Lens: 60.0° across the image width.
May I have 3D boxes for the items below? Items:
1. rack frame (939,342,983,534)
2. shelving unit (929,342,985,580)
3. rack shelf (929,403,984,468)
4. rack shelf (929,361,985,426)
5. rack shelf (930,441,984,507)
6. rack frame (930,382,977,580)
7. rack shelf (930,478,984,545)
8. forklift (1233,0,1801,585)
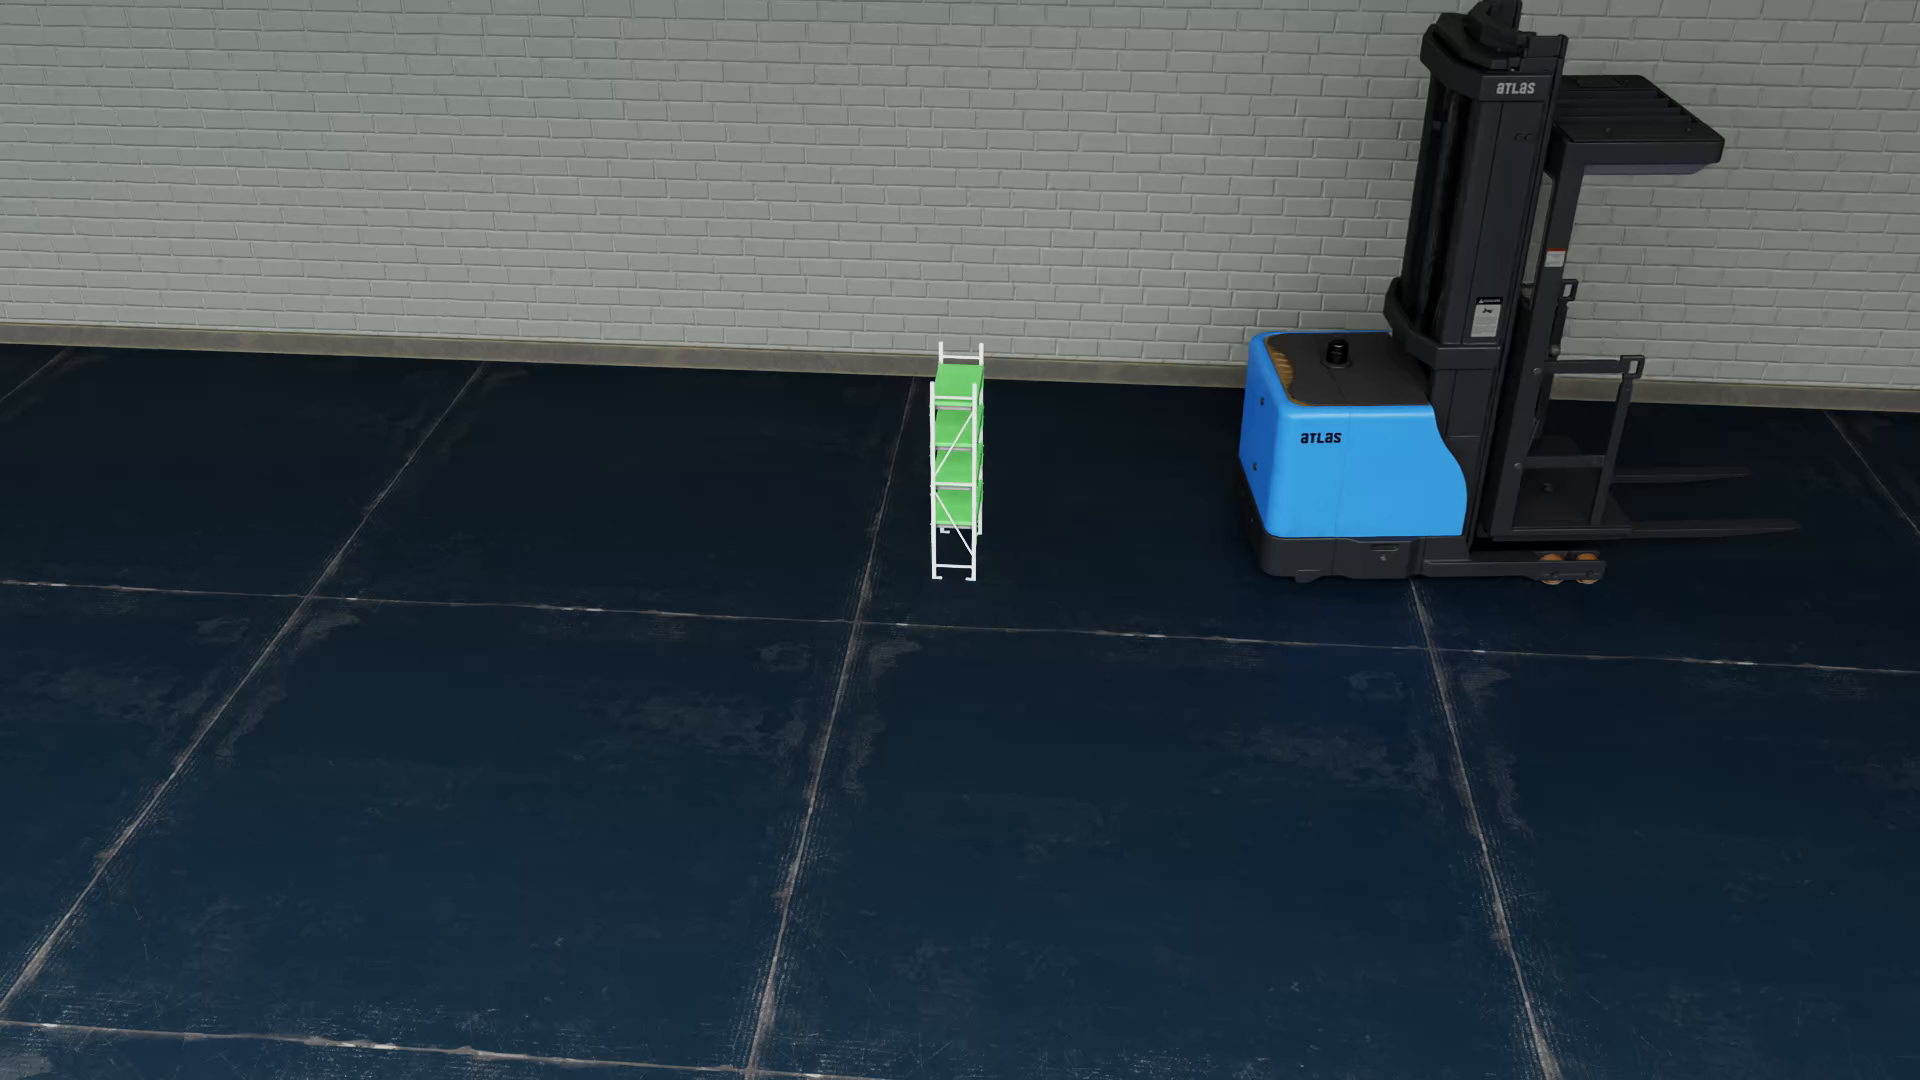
[{"bbox_3d":[0.006,-0.552,9.282,0.240,1.200,0.015,2,32,4],"label":"rack frame"},{"bbox_3d":[-0.013,-0.424,9.075,0.258,1.200,0.503,2,32,4],"label":"shelving unit"},{"bbox_3d":[-0.013,-0.574,8.983,0.258,0.148,0.480,2,32,4],"label":"rack shelf"},{"bbox_3d":[-0.013,-0.778,8.857,0.258,0.148,0.480,2,32,4],"label":"rack shelf"},{"bbox_3d":[-0.013,-0.370,9.109,0.258,0.148,0.480,2,32,4],"label":"rack shelf"},{"bbox_3d":[-0.033,-0.297,8.868,0.240,1.200,0.015,2,32,4],"label":"rack frame"},{"bbox_3d":[-0.013,-0.166,9.235,0.258,0.148,0.480,2,32,4],"label":"rack shelf"},{"bbox_3d":[3.147,-1.282,8.817,3.031,2.935,1.130,-1,32,-1],"label":"forklift"}]
